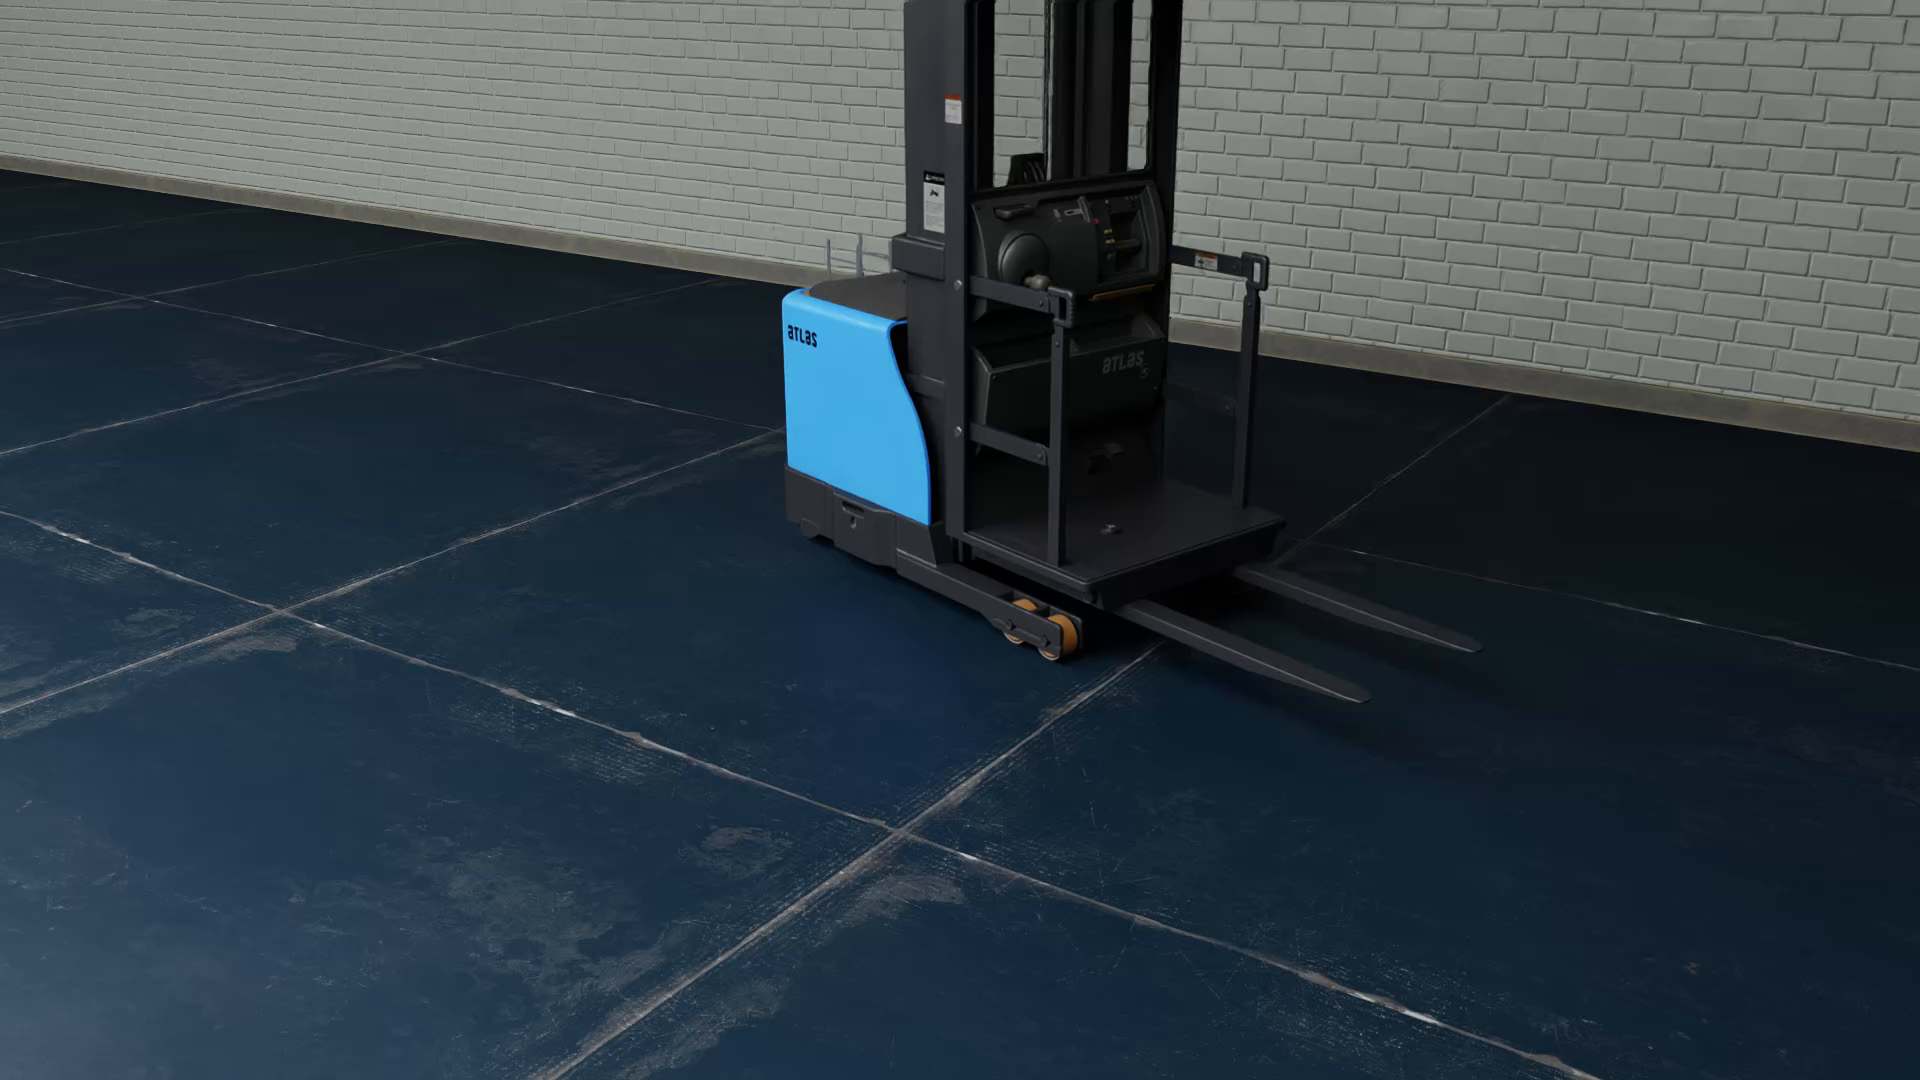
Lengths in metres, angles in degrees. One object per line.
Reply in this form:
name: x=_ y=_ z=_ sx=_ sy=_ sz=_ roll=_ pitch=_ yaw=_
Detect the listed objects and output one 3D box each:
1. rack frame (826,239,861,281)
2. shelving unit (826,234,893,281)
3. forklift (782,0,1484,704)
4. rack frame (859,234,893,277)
rack frame: x=-0.518 y=-0.756 z=7.579 sx=0.006 sy=1.200 sz=0.240 roll=-17 pitch=26 yaw=-38
shelving unit: x=-0.449 y=-0.777 z=7.636 sx=0.189 sy=1.200 sz=0.258 roll=-17 pitch=26 yaw=-38
forklift: x=0.557 y=-1.131 z=6.097 sx=1.130 sy=2.935 sz=3.031 roll=-16 pitch=26 yaw=-37
rack frame: x=-0.380 y=-0.798 z=7.692 sx=0.006 sy=1.200 sz=0.240 roll=-17 pitch=26 yaw=-38
